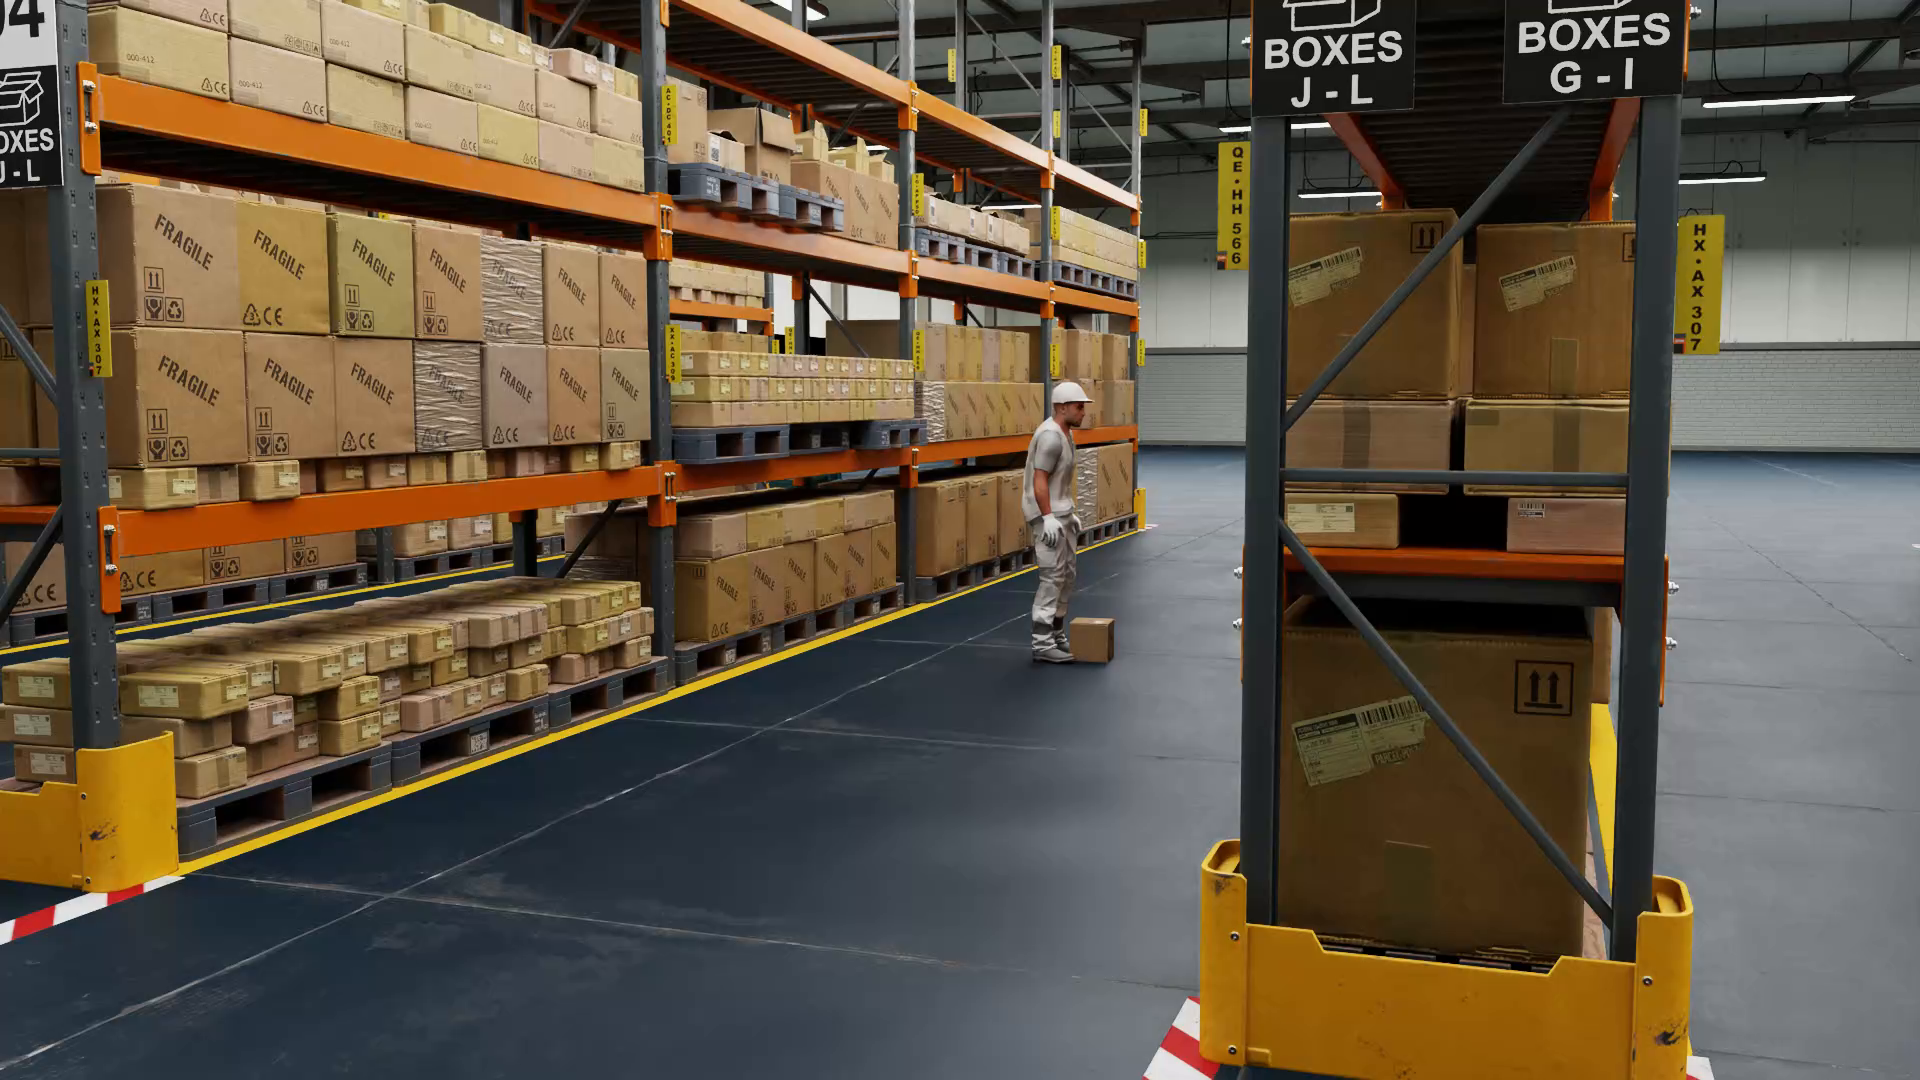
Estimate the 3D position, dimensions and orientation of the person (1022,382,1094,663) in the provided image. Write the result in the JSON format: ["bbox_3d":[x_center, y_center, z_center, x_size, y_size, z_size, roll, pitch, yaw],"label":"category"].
[{"bbox_3d":[0.634,-0.123,10.715,0.450,1.780,0.607,2,5,19],"label":"person"}]
